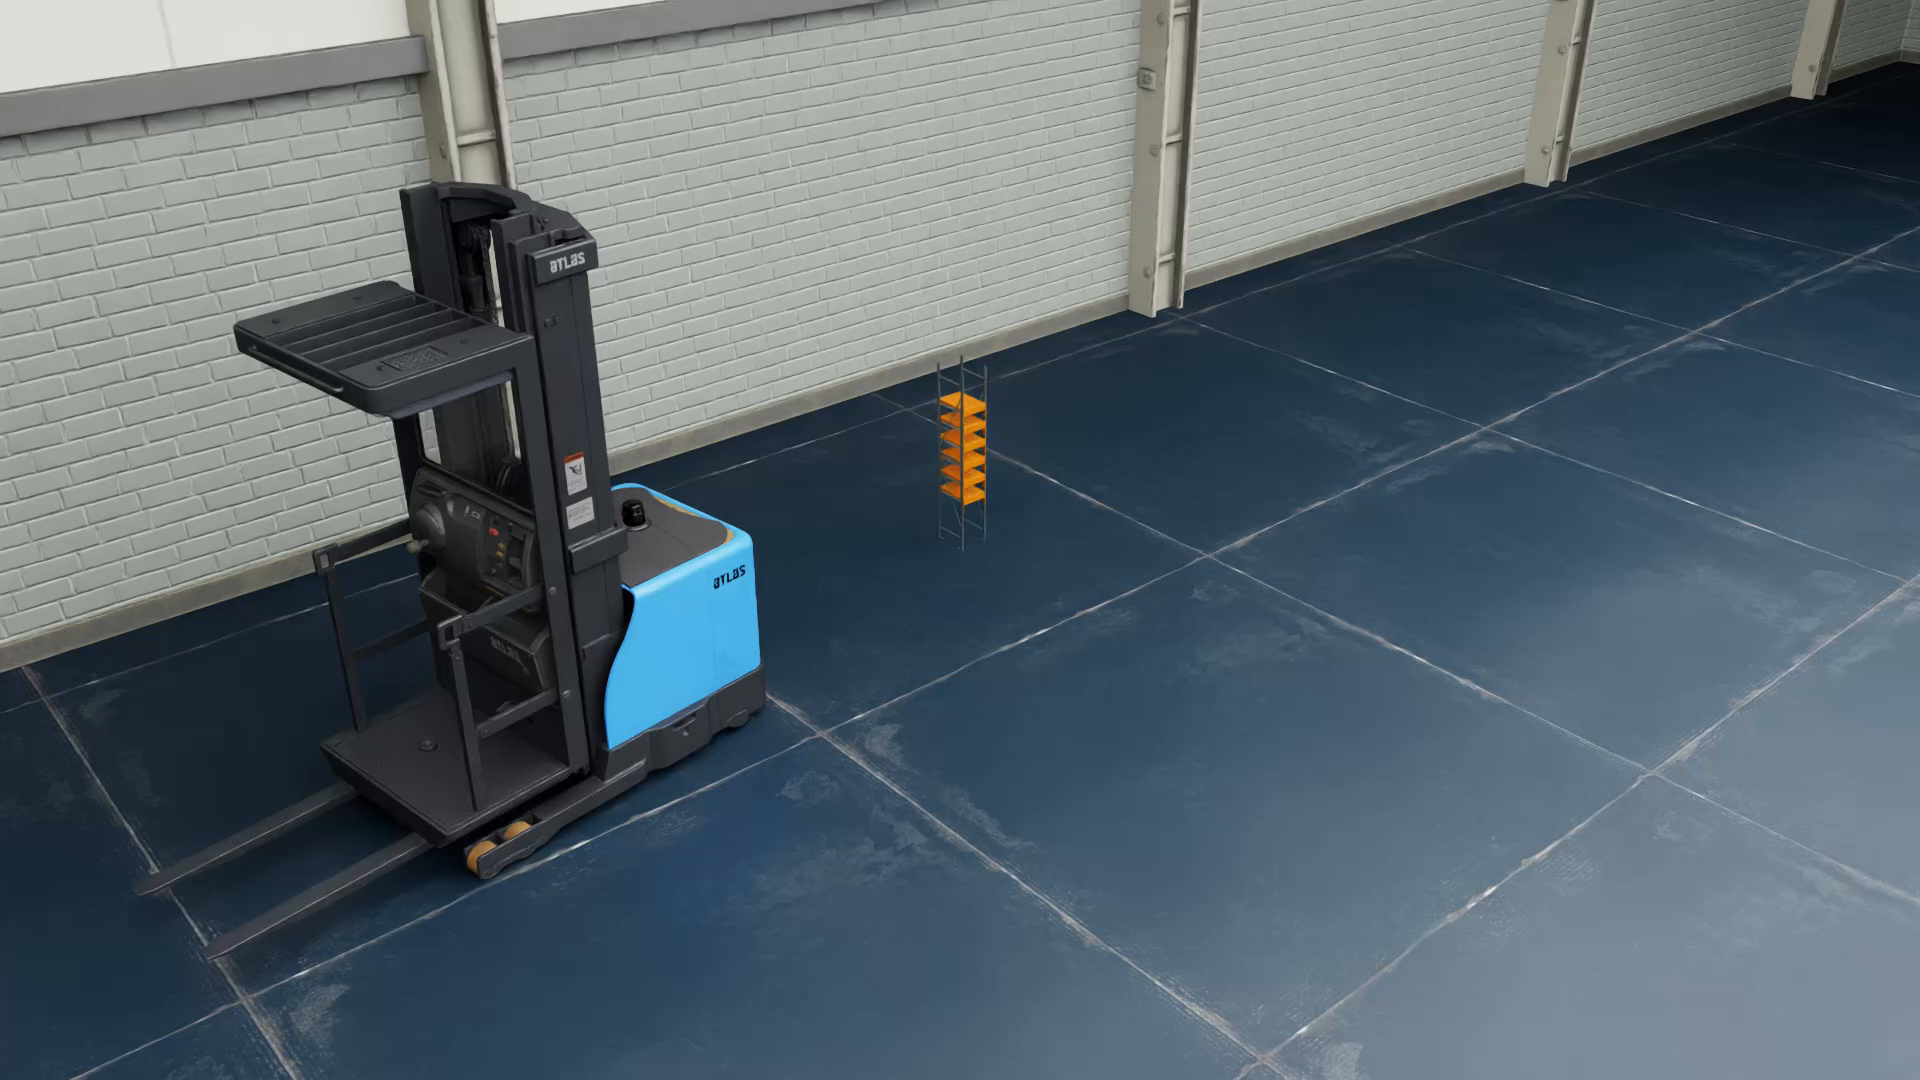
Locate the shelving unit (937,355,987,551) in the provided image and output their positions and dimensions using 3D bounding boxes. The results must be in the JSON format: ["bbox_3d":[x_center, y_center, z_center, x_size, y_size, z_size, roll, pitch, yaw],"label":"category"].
[{"bbox_3d":[0.011,-0.534,10.334,0.189,1.200,0.258,-22,35,-35],"label":"shelving unit"}]

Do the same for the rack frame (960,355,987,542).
[{"bbox_3d":[0.081,-0.562,10.386,0.006,1.200,0.240,-22,35,-35],"label":"rack frame"}]

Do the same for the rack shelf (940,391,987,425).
[{"bbox_3d":[0.011,-0.812,10.185,0.180,0.103,0.258,-22,35,-35],"label":"rack shelf"}]

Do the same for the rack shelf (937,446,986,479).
[{"bbox_3d":[0.011,-0.494,10.355,0.180,0.103,0.258,-22,35,-35],"label":"rack shelf"}]

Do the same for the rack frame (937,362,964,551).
[{"bbox_3d":[-0.059,-0.506,10.281,0.006,1.200,0.240,-22,35,-35],"label":"rack frame"}]

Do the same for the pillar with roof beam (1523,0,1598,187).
[{"bbox_3d":[9.040,-6.267,12.789,0.400,9.000,9.100,-22,35,-35],"label":"pillar with roof beam"}]

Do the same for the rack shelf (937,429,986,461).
[{"bbox_3d":[0.011,-0.600,10.298,0.180,0.103,0.258,-22,35,-35],"label":"rack shelf"}]

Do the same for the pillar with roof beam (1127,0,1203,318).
[{"bbox_3d":[4.476,-4.432,9.354,0.400,9.000,9.100,-22,35,-35],"label":"pillar with roof beam"}]

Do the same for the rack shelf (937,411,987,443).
[{"bbox_3d":[0.011,-0.706,10.242,0.180,0.103,0.258,-22,35,-35],"label":"rack shelf"}]

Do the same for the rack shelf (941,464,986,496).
[{"bbox_3d":[0.011,-0.389,10.411,0.180,0.103,0.258,-22,35,-35],"label":"rack shelf"}]

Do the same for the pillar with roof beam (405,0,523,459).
[{"bbox_3d":[-0.089,-2.597,5.919,0.400,9.000,9.100,-22,35,-35],"label":"pillar with roof beam"}]

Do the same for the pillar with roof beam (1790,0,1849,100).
[{"bbox_3d":[13.605,-8.103,16.223,0.400,9.000,9.100,-22,35,-35],"label":"pillar with roof beam"}]

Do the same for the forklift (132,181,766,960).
[{"bbox_3d":[-2.379,0.000,7.499,1.130,2.935,3.031,22,35,35],"label":"forklift"}]

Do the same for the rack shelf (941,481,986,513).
[{"bbox_3d":[0.011,-0.283,10.468,0.180,0.103,0.258,-22,35,-35],"label":"rack shelf"}]
